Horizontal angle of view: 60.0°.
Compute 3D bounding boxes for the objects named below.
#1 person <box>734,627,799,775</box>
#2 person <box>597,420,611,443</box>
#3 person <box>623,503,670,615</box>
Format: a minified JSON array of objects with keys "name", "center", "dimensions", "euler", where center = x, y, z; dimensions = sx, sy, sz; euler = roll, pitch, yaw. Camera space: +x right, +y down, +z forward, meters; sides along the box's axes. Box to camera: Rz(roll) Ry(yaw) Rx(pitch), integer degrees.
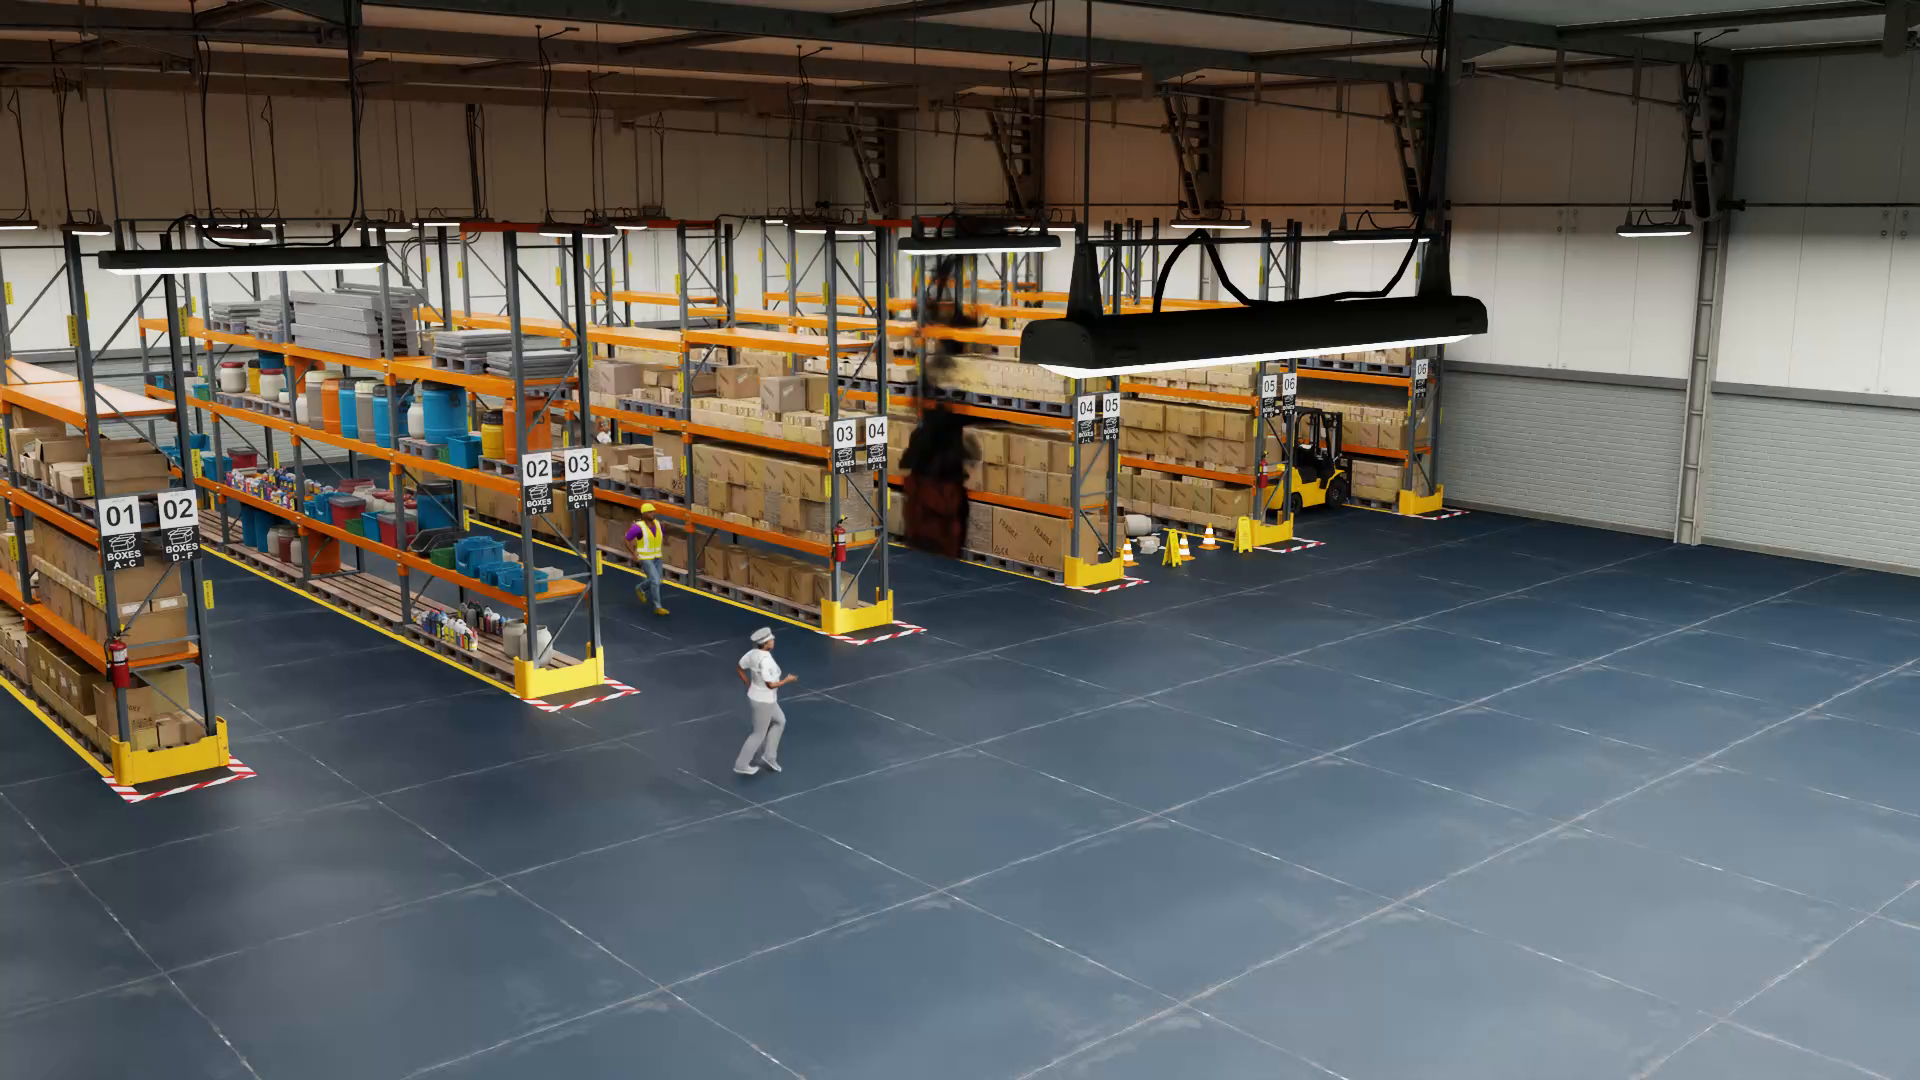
[{"name":"person","center":[-2.192,1.820,18.640],"dimensions":[0.765,1.733,0.523],"euler":[-4,12,-19]},{"name":"person","center":[-7.772,-1.854,36.794],"dimensions":[0.631,1.642,0.780],"euler":[-7,13,-30]},{"name":"person","center":[-4.885,0.279,26.056],"dimensions":[0.831,1.742,0.705],"euler":[9,15,39]}]
